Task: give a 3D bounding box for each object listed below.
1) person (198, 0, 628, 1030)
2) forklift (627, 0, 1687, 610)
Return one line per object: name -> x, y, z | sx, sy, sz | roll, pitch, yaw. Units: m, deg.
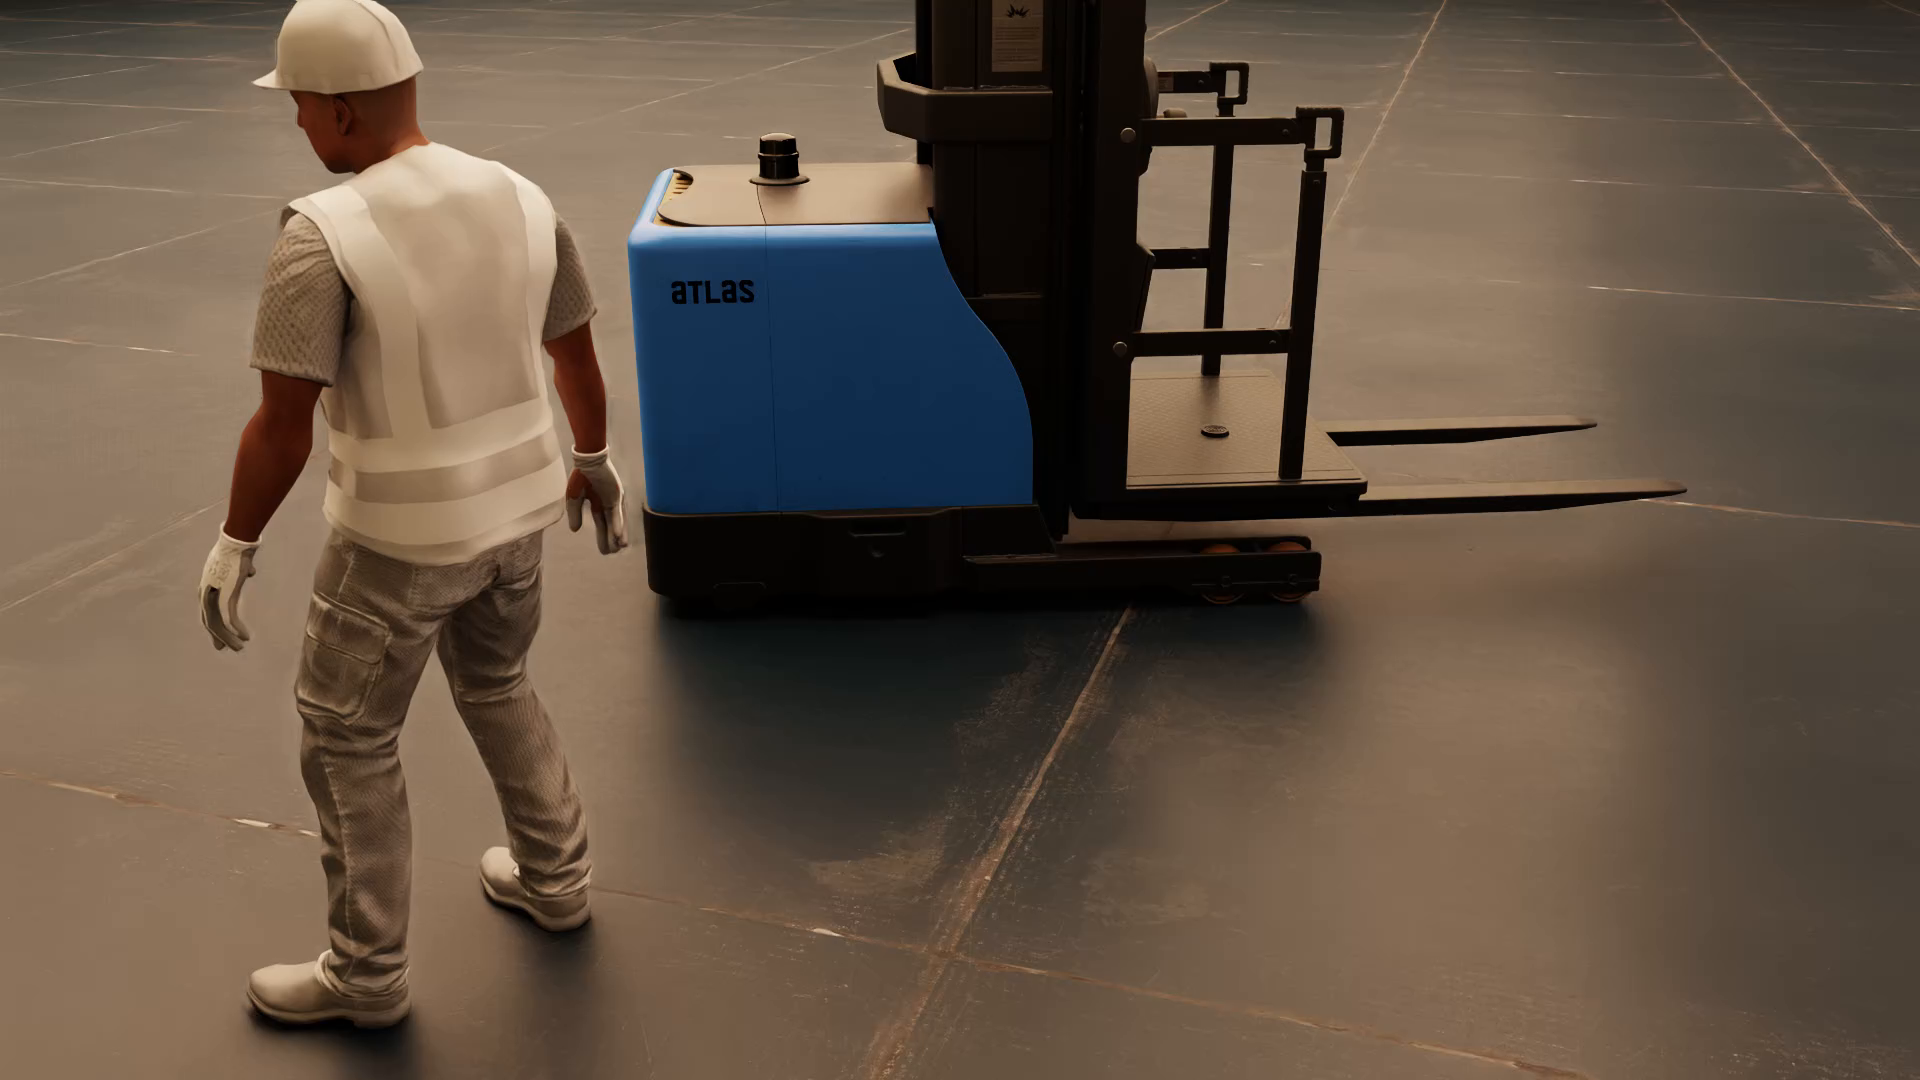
person -> -0.948, -0.049, 2.944 | 0.417, 1.753, 0.821 | 13, 26, 29
forklift -> 0.606, -1.374, 4.608 | 3.031, 2.935, 1.130 | -2, 23, -4
